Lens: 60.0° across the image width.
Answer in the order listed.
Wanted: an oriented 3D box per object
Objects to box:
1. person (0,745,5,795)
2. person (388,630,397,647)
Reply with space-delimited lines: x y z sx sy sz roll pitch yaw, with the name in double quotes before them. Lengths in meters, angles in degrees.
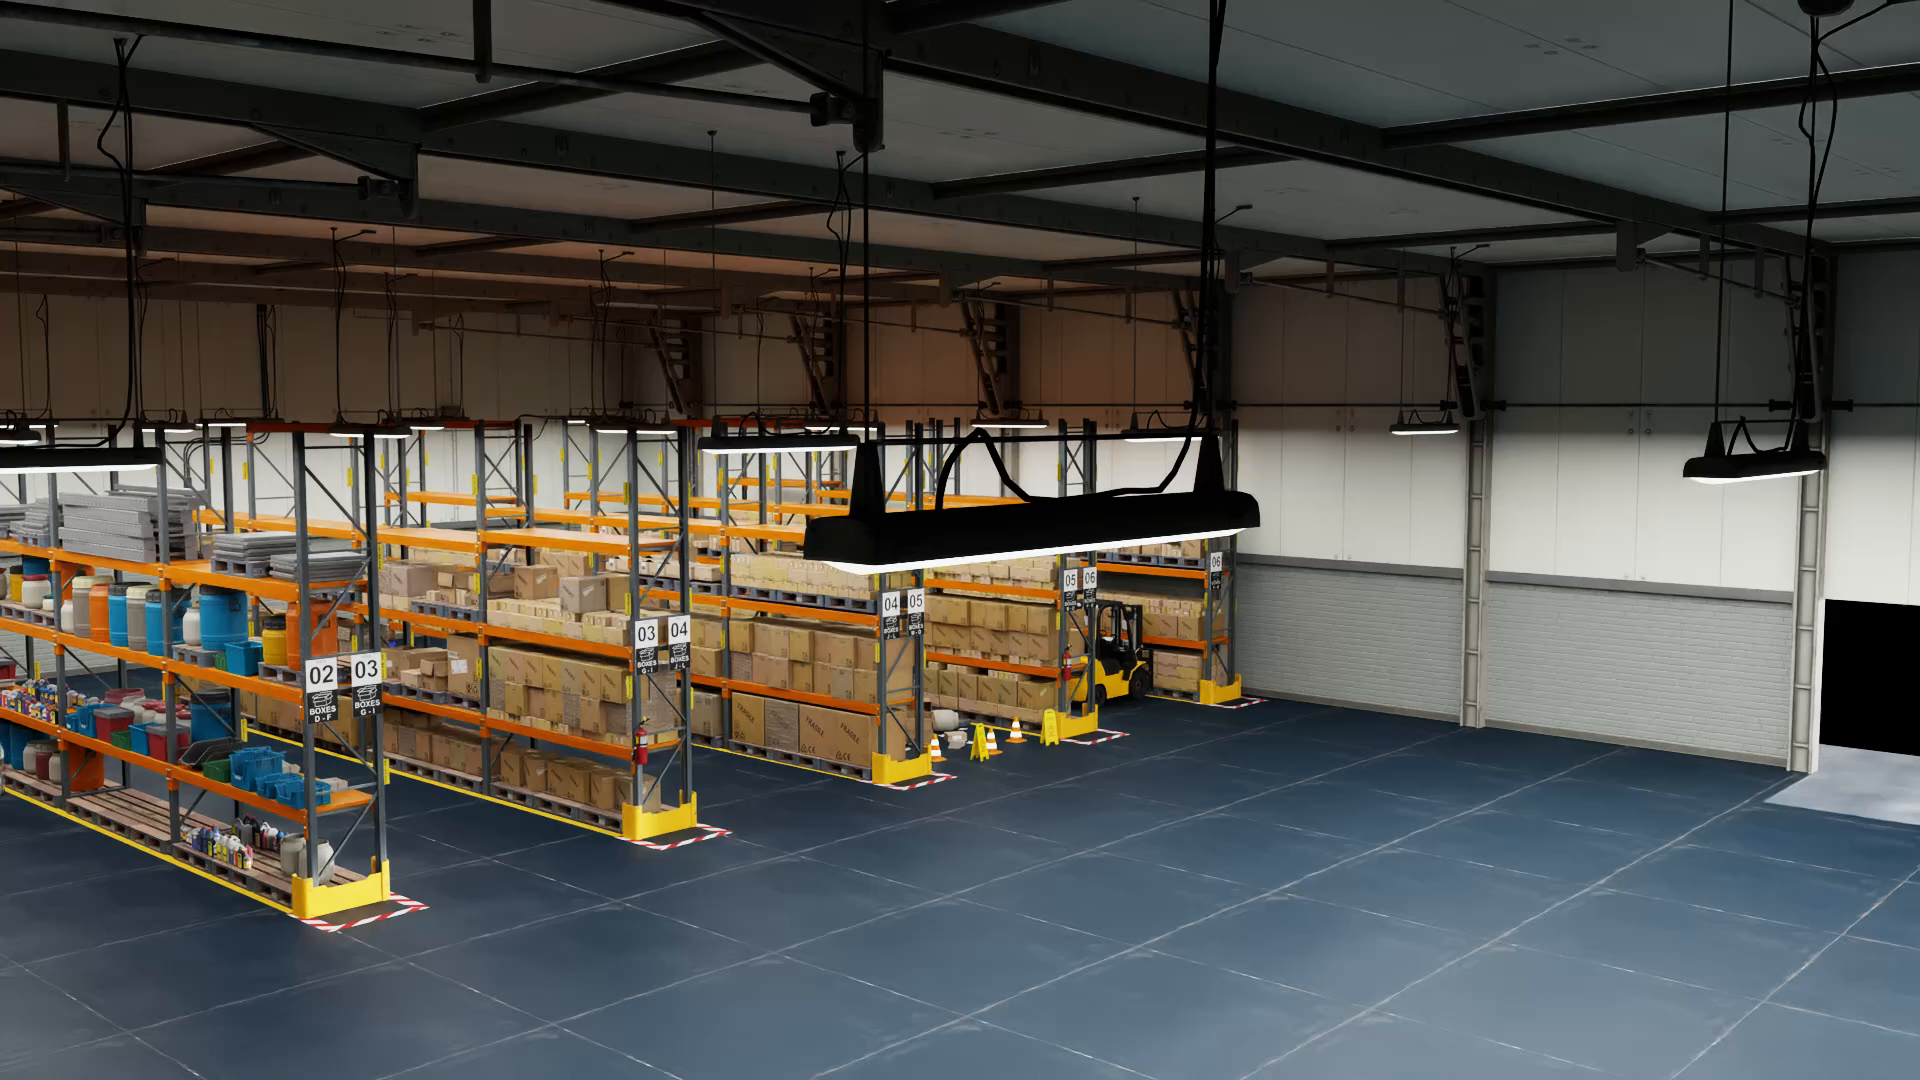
"person" -14.796 3.491 25.263 0.472 1.576 0.502 4 6 37
"person" -11.939 2.720 34.781 1.021 1.487 0.524 4 6 42
